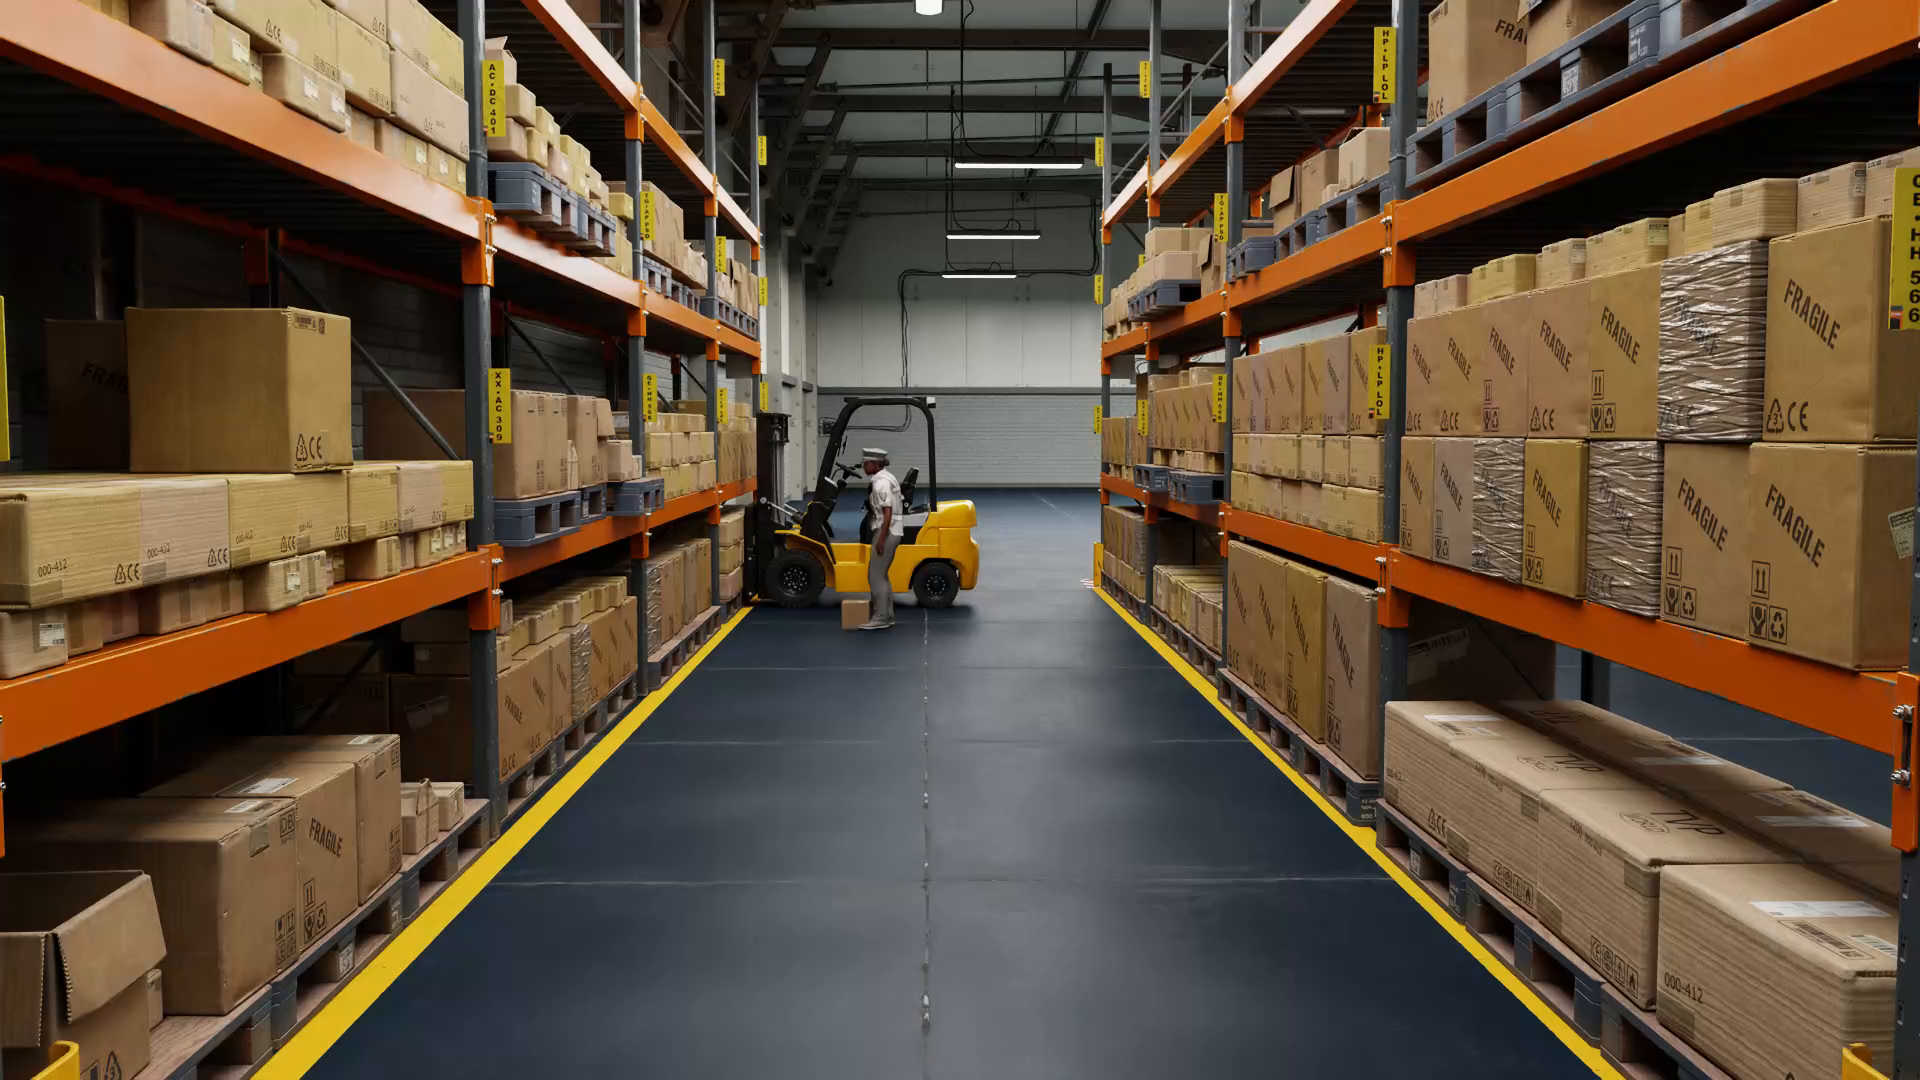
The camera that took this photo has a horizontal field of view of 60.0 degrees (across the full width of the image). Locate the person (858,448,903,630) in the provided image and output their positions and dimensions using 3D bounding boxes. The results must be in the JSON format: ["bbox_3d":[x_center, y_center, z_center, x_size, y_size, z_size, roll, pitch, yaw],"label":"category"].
[{"bbox_3d":[-0.733,-0.015,15.242,0.426,1.656,0.512,0,4,-4],"label":"person"}]
